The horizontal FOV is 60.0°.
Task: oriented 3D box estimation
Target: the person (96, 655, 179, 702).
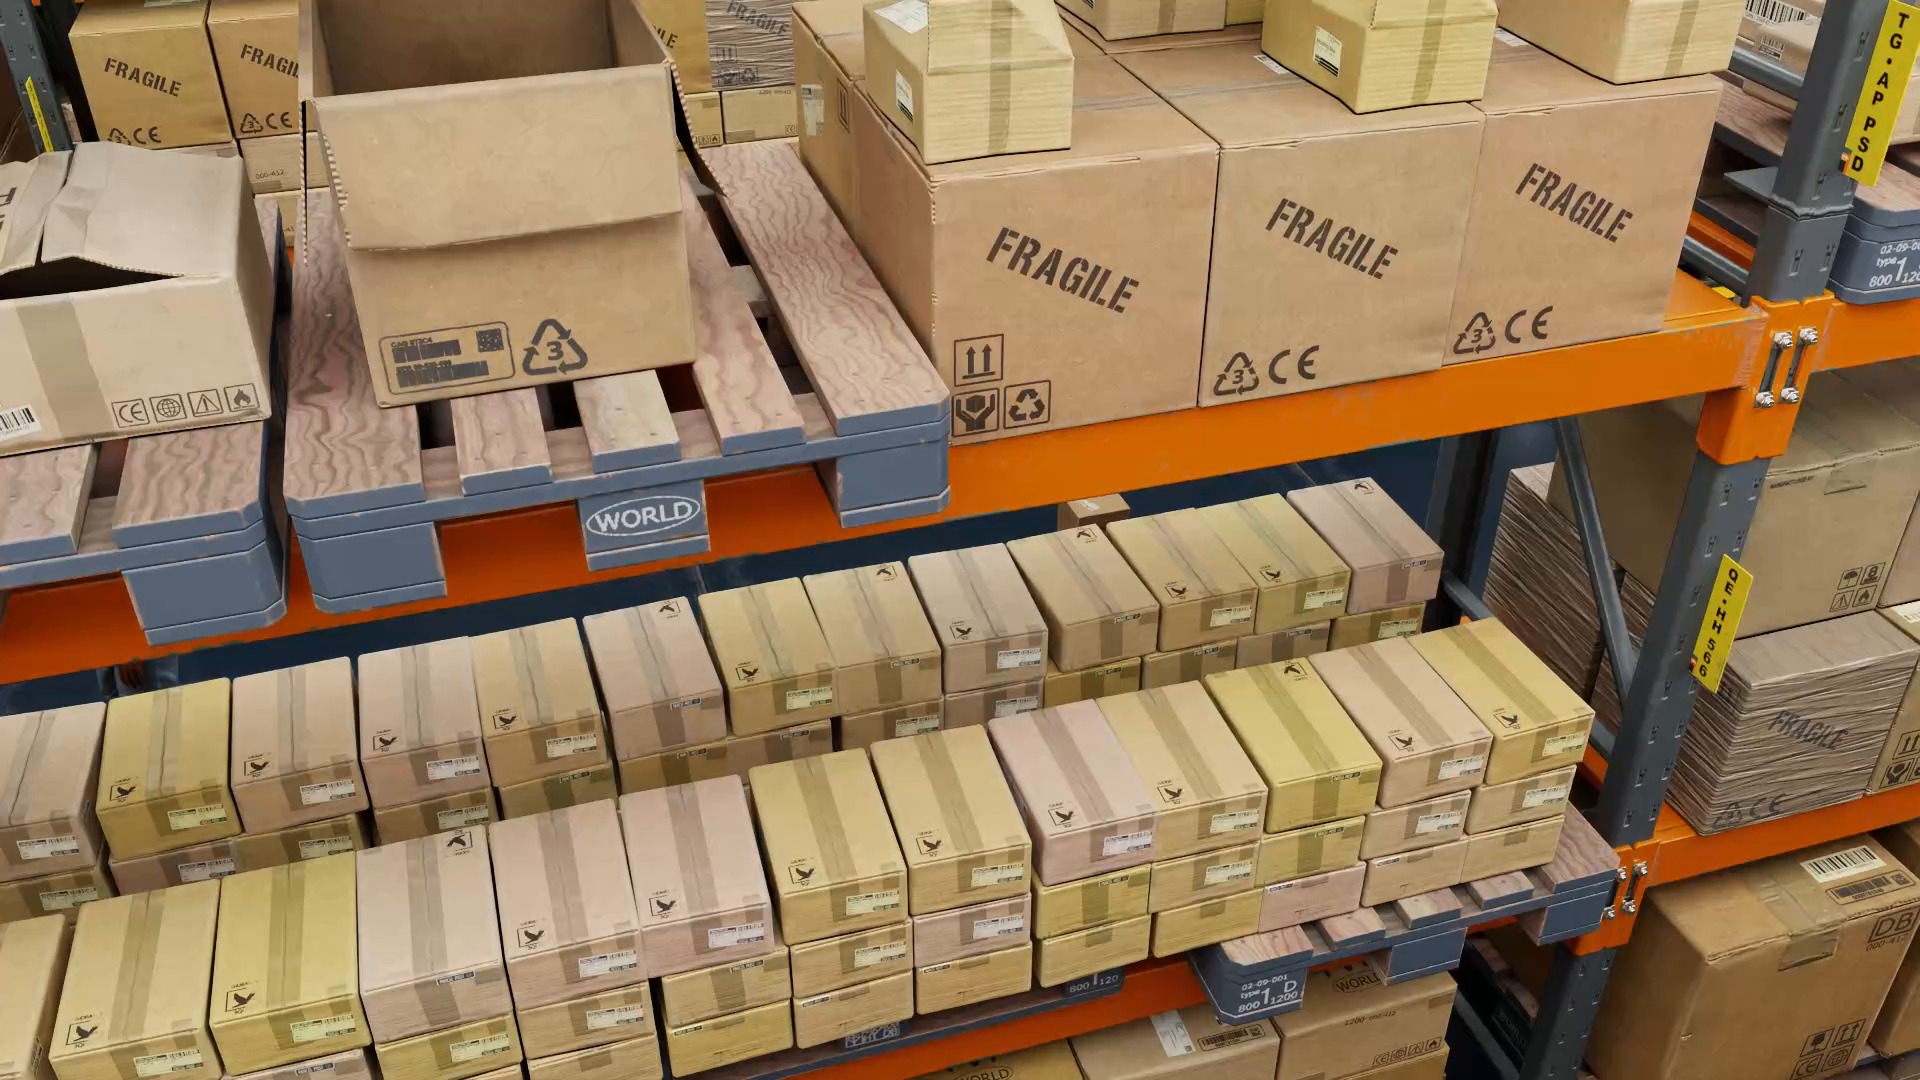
[{"bbox_3d":[-2.818,0.204,5.788,0.762,1.747,0.563,-19,38,-26],"label":"person"}]
